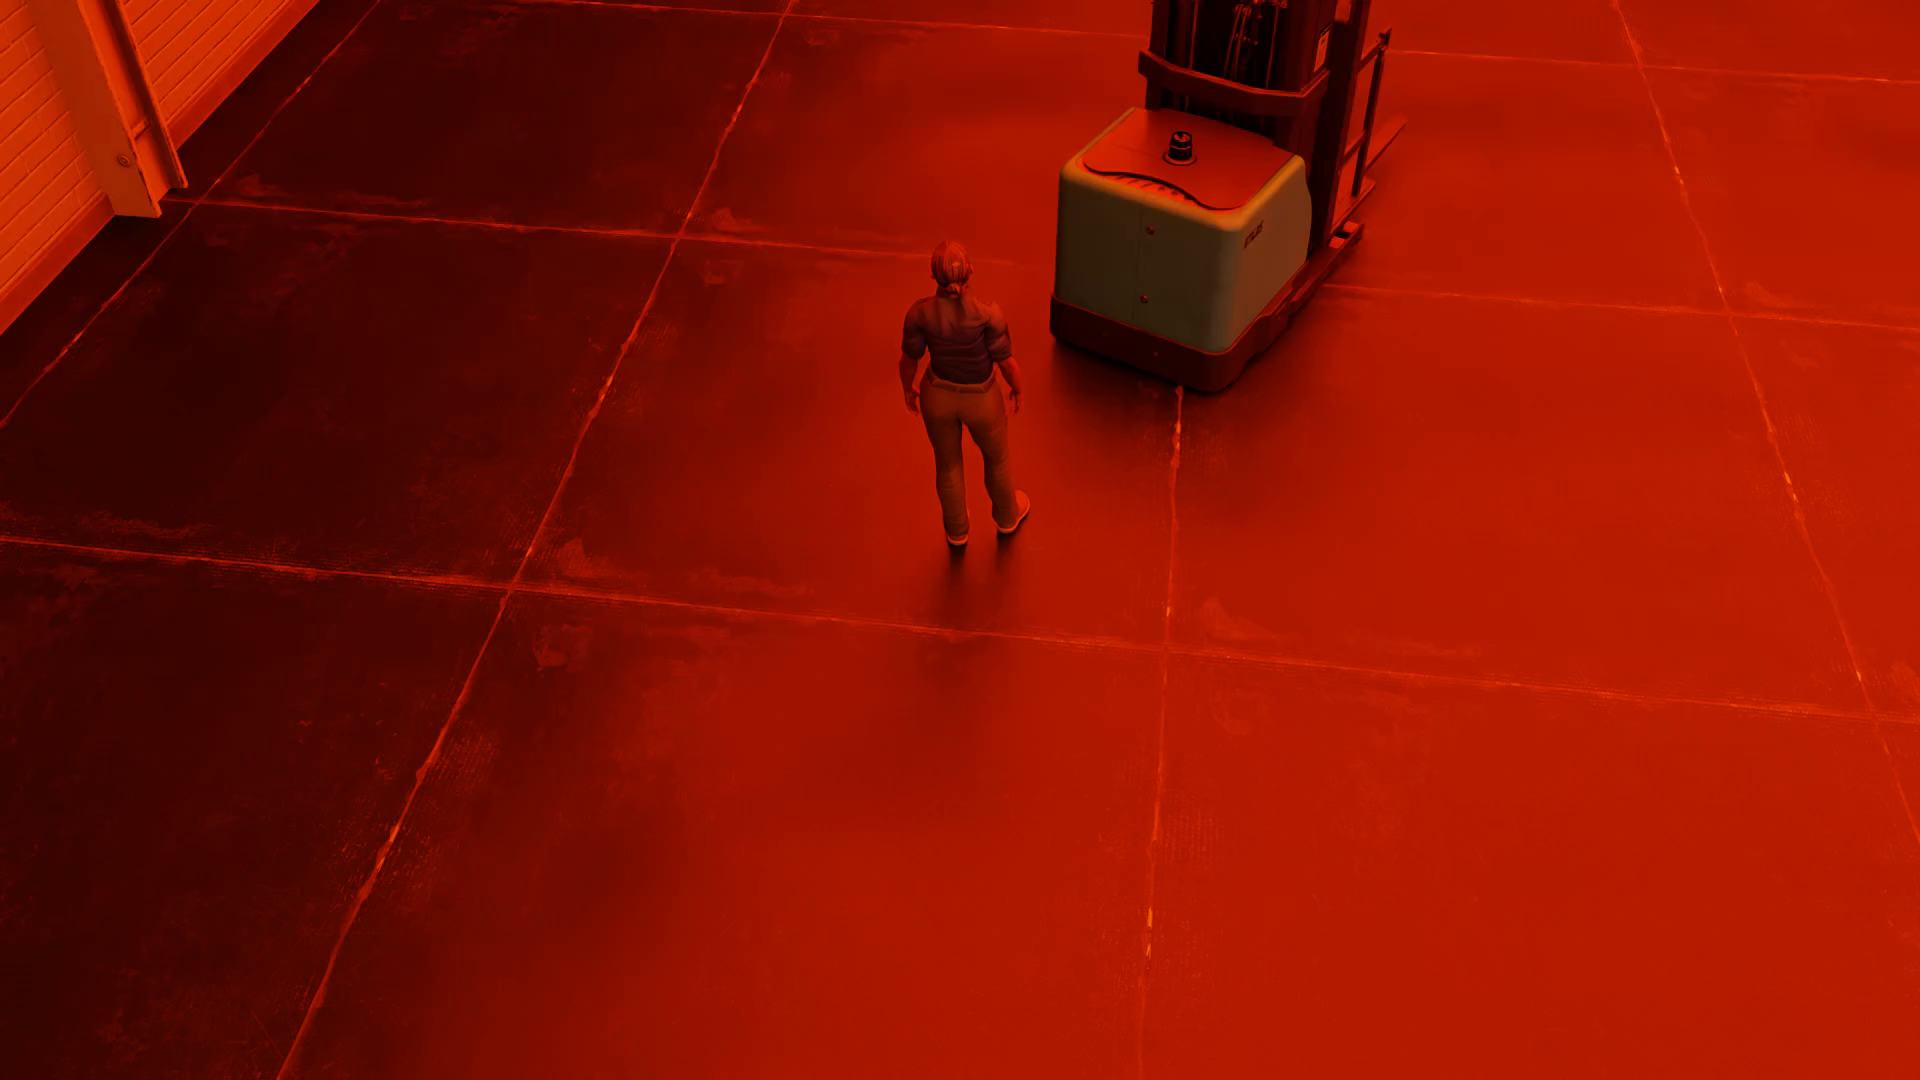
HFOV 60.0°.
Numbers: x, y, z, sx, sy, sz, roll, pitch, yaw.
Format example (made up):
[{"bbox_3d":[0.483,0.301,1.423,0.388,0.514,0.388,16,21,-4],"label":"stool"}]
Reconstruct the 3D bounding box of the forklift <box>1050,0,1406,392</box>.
[{"bbox_3d":[1.704,-2.820,8.794,1.130,2.935,3.031,23,47,23],"label":"forklift"}]

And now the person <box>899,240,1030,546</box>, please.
[{"bbox_3d":[0.031,-0.671,7.388,0.570,1.654,0.504,5,43,6],"label":"person"}]
